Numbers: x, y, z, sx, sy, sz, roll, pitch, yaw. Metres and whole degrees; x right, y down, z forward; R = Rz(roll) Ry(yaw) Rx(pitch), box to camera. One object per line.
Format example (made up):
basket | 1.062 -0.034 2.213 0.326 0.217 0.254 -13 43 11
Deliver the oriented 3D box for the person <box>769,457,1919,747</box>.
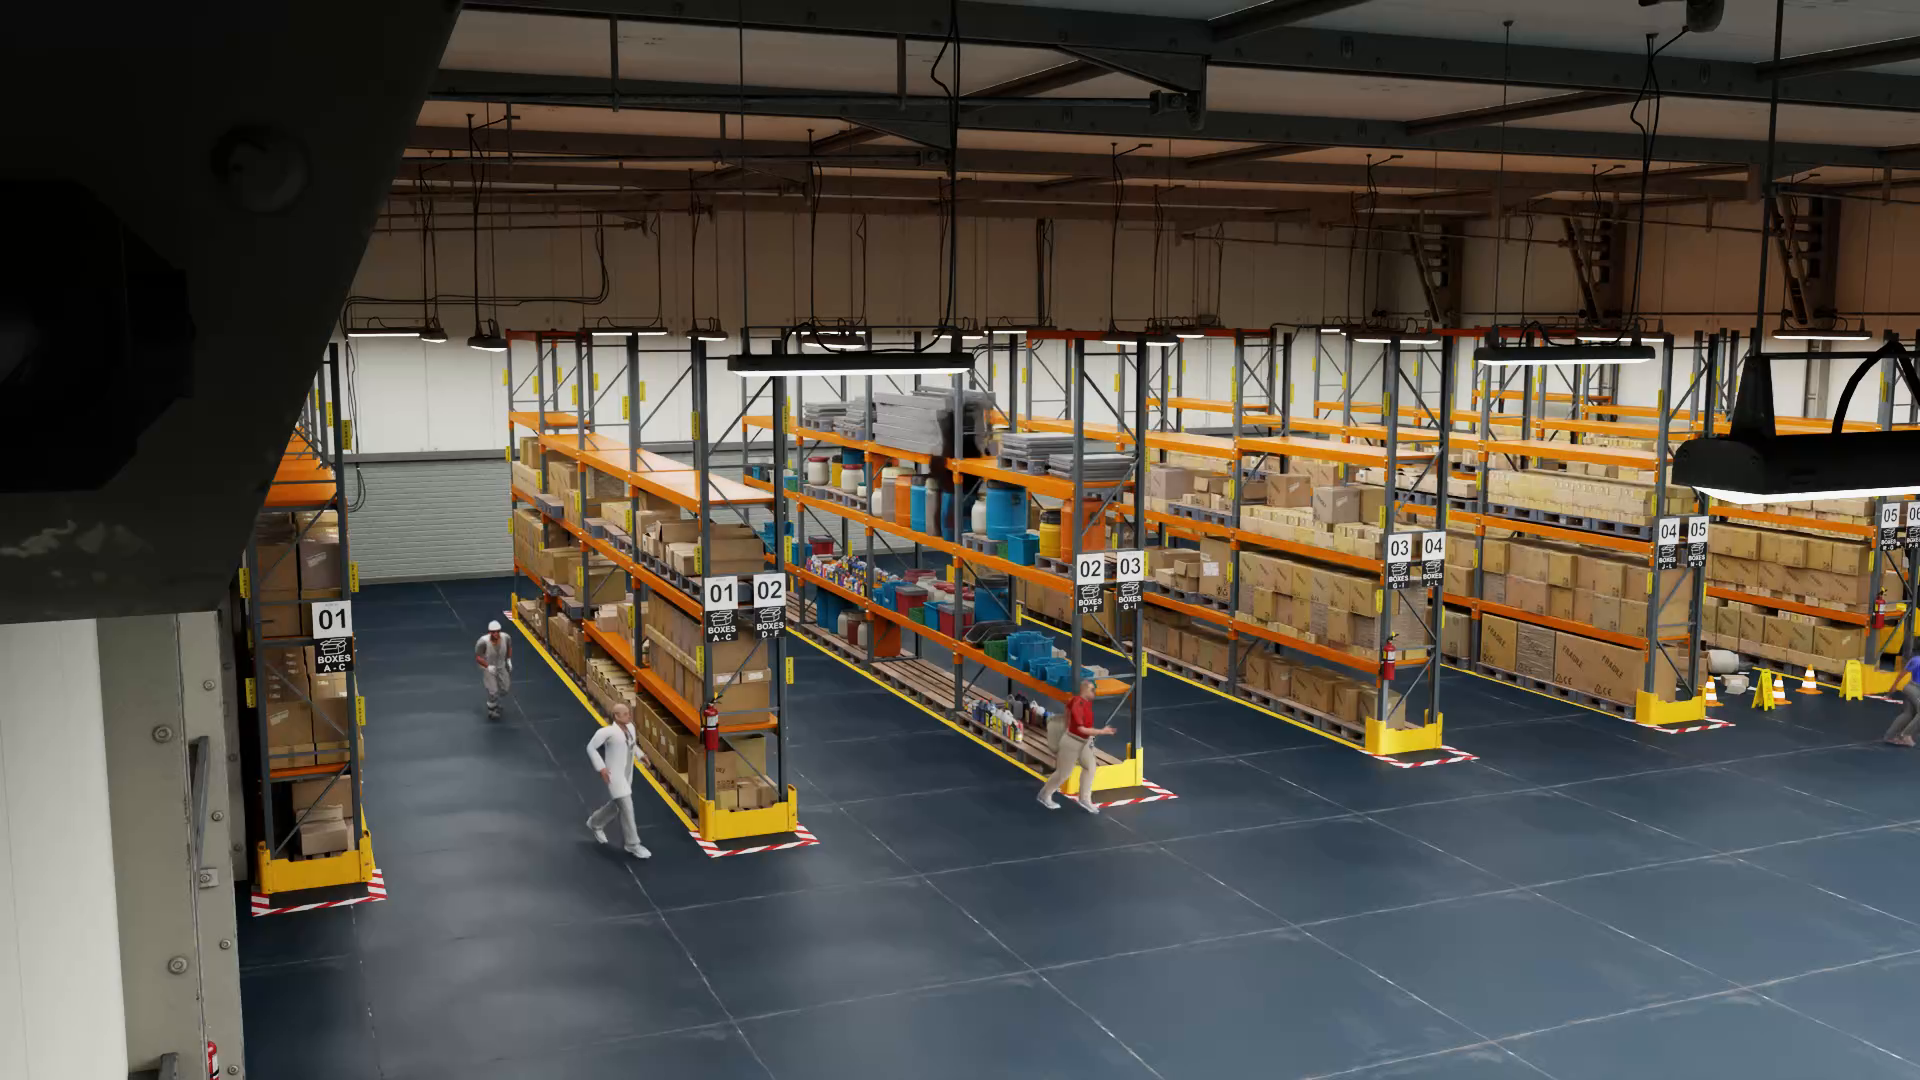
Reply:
person | 5.133 0.593 30.506 22.395 3.177 3.458 7 11 43

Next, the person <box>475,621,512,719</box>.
person | -7.293 2.004 25.956 0.637 1.615 0.898 -6 10 -40

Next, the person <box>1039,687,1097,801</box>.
person | 1.357 2.589 21.096 0.711 1.498 0.593 2 8 16

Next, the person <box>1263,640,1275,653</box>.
person | 5.800 1.430 30.202 0.637 1.619 0.567 -2 8 -16

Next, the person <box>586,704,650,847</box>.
person | -4.075 2.839 19.612 0.883 1.475 0.678 3 9 24
